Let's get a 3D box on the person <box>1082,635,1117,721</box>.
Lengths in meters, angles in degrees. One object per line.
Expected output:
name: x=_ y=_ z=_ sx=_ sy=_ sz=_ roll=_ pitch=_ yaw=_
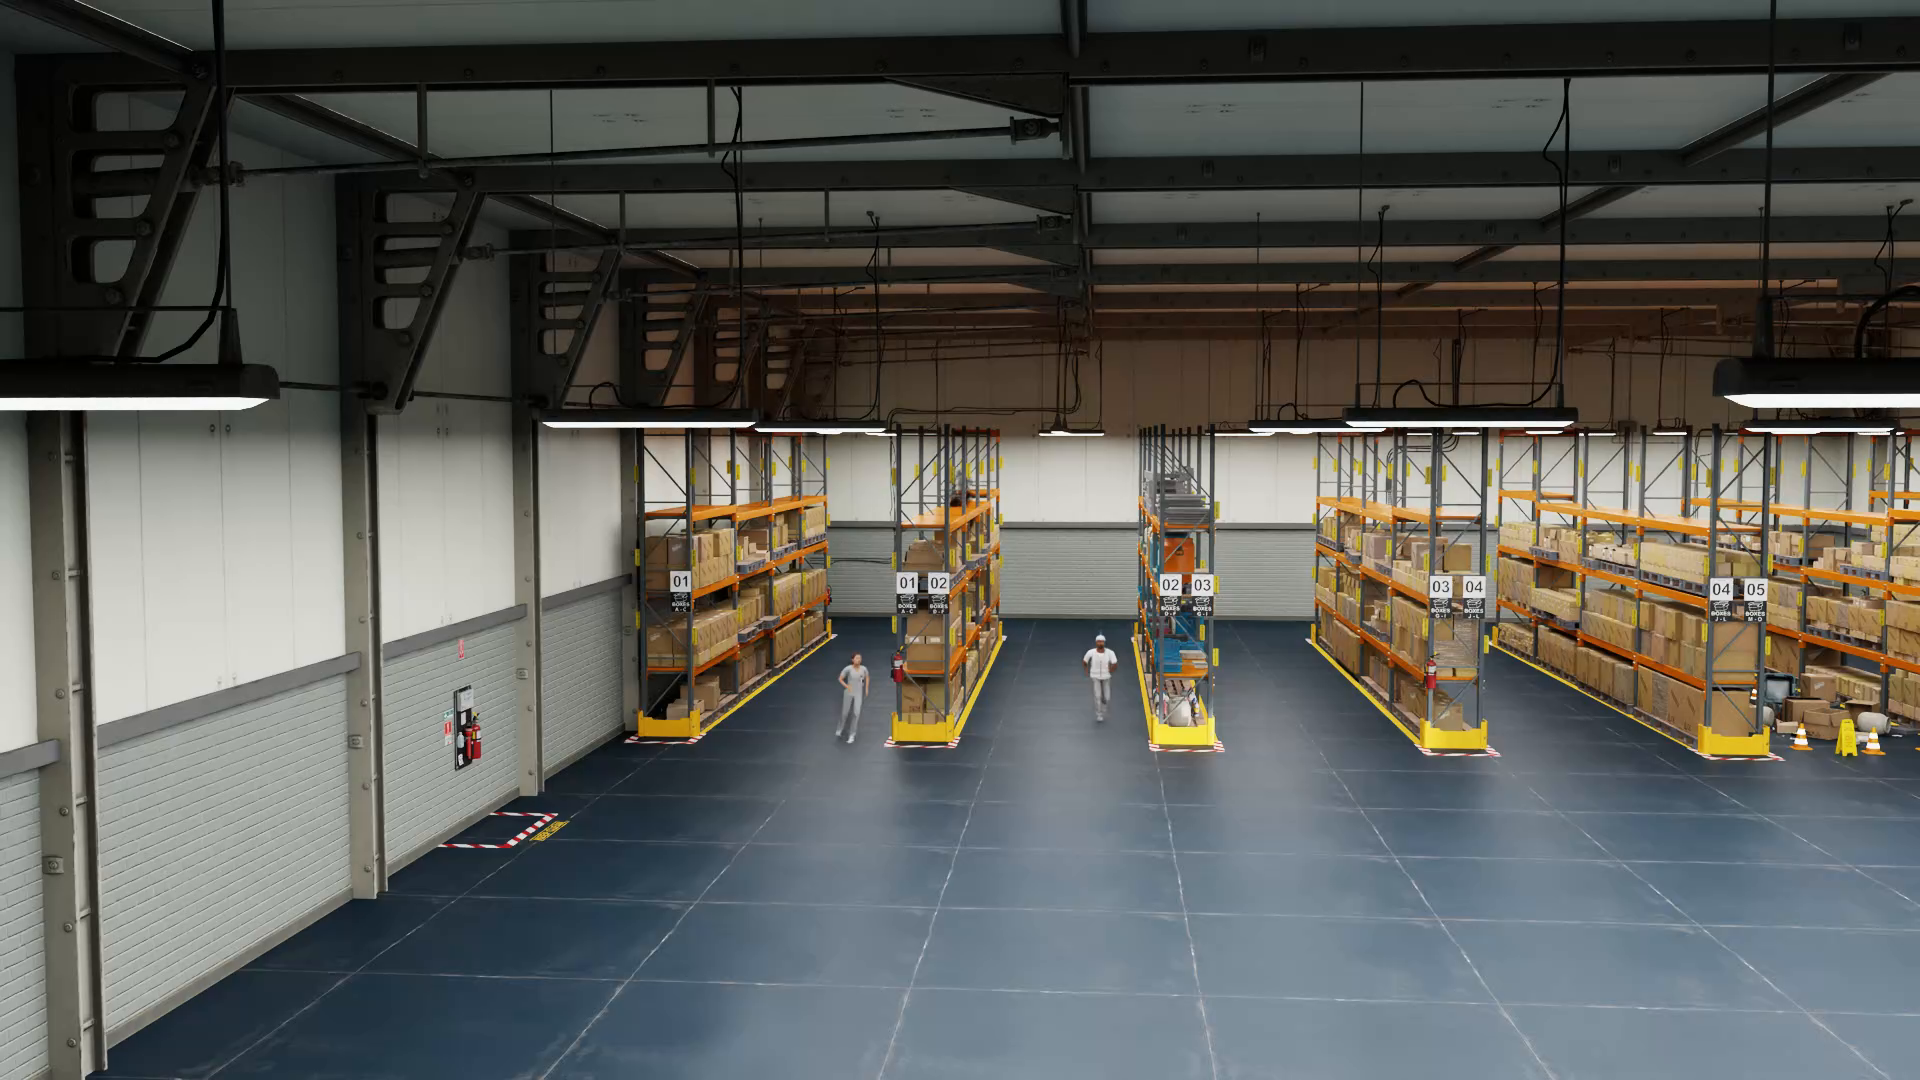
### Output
person: x=2.851 y=2.798 z=33.871 sx=0.709 sy=1.729 sz=0.770 roll=0 pitch=3 yaw=0

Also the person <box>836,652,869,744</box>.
person: x=-2.019 y=2.972 z=31.611 sx=0.647 sy=1.689 sz=0.840 roll=-1 pitch=4 yaw=-13

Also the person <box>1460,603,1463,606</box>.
person: x=13.556 y=2.207 z=44.121 sx=0.684 sy=1.691 sz=0.667 roll=1 pitch=4 yaw=14
